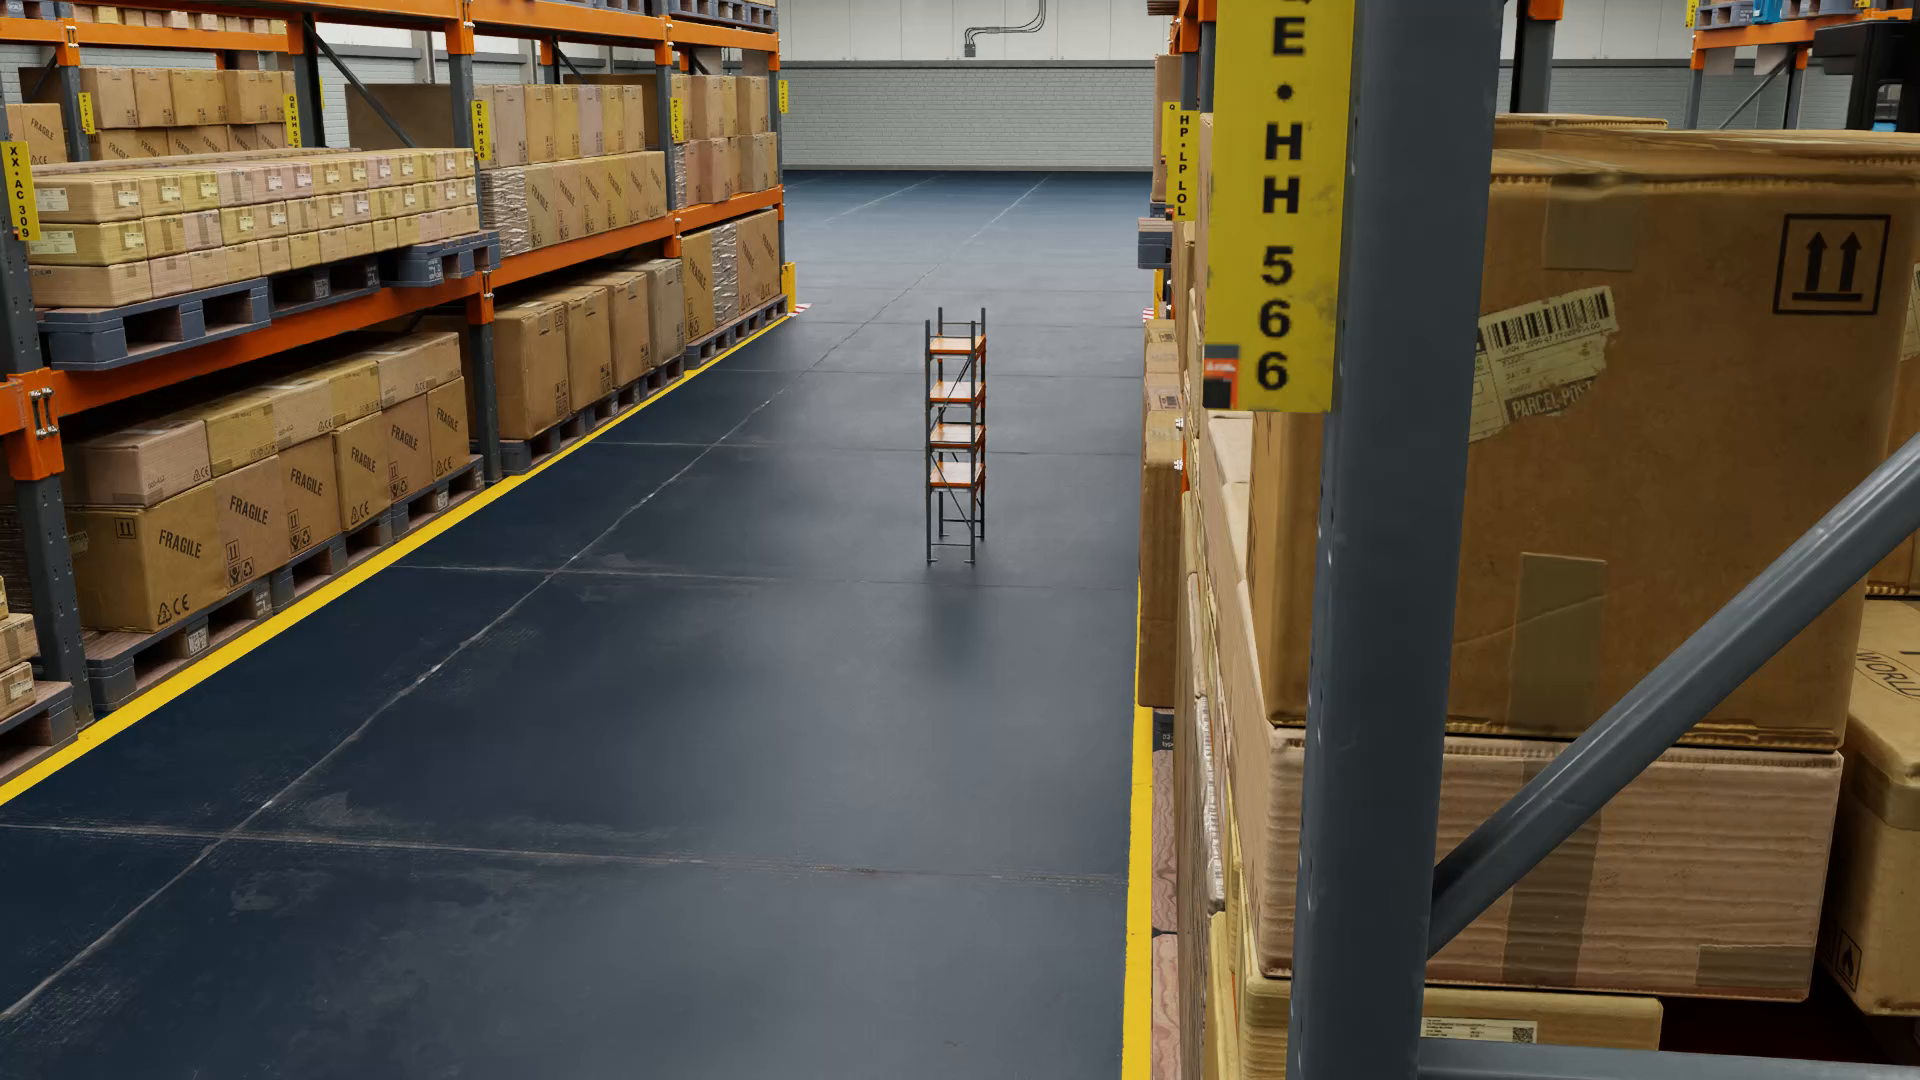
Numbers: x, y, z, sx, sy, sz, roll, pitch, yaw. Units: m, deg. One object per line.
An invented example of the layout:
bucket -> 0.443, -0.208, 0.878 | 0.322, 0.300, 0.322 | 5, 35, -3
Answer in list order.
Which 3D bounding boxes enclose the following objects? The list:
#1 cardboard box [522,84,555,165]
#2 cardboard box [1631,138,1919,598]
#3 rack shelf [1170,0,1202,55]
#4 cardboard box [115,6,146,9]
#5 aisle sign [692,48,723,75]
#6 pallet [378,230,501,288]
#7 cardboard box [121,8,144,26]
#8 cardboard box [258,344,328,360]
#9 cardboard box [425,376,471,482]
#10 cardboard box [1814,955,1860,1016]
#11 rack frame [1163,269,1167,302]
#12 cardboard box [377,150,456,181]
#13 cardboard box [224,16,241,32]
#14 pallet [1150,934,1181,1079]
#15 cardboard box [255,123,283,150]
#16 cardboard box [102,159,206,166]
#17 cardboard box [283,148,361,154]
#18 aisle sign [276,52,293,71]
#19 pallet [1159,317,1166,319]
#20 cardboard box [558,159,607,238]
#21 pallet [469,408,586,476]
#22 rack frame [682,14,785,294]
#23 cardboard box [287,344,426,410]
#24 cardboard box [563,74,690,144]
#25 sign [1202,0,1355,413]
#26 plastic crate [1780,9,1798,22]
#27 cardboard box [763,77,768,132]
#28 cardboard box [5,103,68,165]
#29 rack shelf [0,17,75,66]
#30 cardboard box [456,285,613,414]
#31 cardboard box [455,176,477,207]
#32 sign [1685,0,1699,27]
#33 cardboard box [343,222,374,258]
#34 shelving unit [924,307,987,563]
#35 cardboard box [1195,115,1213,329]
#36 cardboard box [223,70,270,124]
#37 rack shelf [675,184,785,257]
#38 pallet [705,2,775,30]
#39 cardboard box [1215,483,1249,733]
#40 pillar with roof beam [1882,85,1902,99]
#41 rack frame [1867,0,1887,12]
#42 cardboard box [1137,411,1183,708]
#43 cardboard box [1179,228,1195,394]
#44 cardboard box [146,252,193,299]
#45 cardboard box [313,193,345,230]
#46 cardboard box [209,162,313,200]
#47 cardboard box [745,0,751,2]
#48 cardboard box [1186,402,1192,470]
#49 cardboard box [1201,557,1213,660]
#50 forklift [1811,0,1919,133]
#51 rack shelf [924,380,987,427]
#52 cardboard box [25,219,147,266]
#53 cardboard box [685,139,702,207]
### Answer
cardboard box -> -3.077, -2.717, 10.856 | 0.700, 0.500, 0.500 | 1, 15, 5
cardboard box -> 1.144, -0.238, 2.076 | 0.500, 0.500, 0.500 | 1, 15, 5
rack shelf -> 1.893, -3.253, 10.576 | 1.077, 0.370, 4.000 | 2, 15, 6
cardboard box -> -7.357, -4.722, 14.349 | 0.500, 0.250, 0.500 | 2, 15, 6
aisle sign -> -2.637, -5.163, 17.027 | 0.394, 0.787, 0.004 | 2, 15, 6
pallet -> -3.224, -1.525, 8.923 | 1.213, 0.211, 1.003 | 2, 15, 6
cardboard box -> -7.378, -4.560, 14.516 | 0.380, 0.149, 0.250 | 2, 15, 8
cardboard box -> -3.625, -0.860, 8.645 | 0.500, 0.250, 0.500 | 2, 15, 6
cardboard box -> -3.064, -0.623, 9.204 | 0.500, 0.500, 0.500 | 2, 15, 6
cardboard box -> 1.160, 0.414, 1.866 | 0.380, 0.149, 0.250 | 1, 15, 5
rack frame -> 2.570, -3.708, 16.629 | 1.000, 3.000, 0.127 | 2, 15, 6
cardboard box -> -2.880, -1.968, 8.732 | 0.380, 0.149, 0.250 | 2, 15, 6
cardboard box -> -7.174, -4.963, 16.004 | 0.380, 0.149, 0.250 | 2, 15, 6
pallet -> 0.917, 1.263, 3.588 | 1.003, 0.211, 1.213 | 2, 15, 6
cardboard box -> -7.125, -3.913, 16.626 | 0.500, 0.500, 0.500 | 2, 15, 6
cardboard box -> -3.673, -1.654, 7.571 | 0.380, 0.149, 0.250 | 1, 15, 5
cardboard box -> -3.495, -2.059, 9.067 | 0.380, 0.149, 0.250 | 2, 15, 6
aisle sign -> -6.981, -5.262, 17.397 | 0.394, 0.787, 0.004 | 2, 15, 6
pallet -> 2.295, -1.817, 14.978 | 1.003, 0.211, 1.213 | 2, 15, 6
cardboard box -> -2.760, -2.354, 11.430 | 0.500, 0.500, 0.500 | 2, 15, 6
pallet -> -3.086, -0.662, 10.705 | 1.003, 0.211, 1.213 | 2, 15, 6
rack frame -> -2.347, -3.880, 17.266 | 1.000, 3.000, 0.127 | 2, 15, 6
cardboard box -> -3.112, -0.847, 8.596 | 0.500, 0.250, 0.500 | 2, 15, 7
cardboard box -> -2.722, -3.531, 13.619 | 0.875, 0.550, 0.550 | 2, 15, 6
sign -> 0.227, -0.251, 1.173 | 0.100, 0.325, 0.005 | 2, 15, 6
plastic crate -> 6.820, -4.274, 13.479 | 0.243, 0.136, 0.396 | 2, 15, 6
cardboard box -> -2.427, -4.379, 16.754 | 0.875, 0.550, 0.550 | 2, 15, 6
cardboard box -> -7.552, -3.231, 13.297 | 0.500, 0.500, 0.500 | 1, 15, 5
rack shelf -> -7.954, -3.545, 11.656 | 1.077, 0.370, 4.000 | 2, 15, 6
cardboard box -> -2.996, -1.304, 11.245 | 1.050, 0.750, 0.750 | 2, 15, 7
cardboard box -> -2.853, -1.889, 9.008 | 0.380, 0.149, 0.250 | 2, 15, 7
sign -> 6.945, -5.032, 15.761 | 0.100, 0.325, 0.005 | 2, 15, 6
cardboard box -> -2.998, -1.413, 7.818 | 0.380, 0.149, 0.250 | 2, 15, 8
shelving unit -> -0.019, -0.536, 8.347 | 0.258, 1.200, 0.503 | 2, 15, 6
cardboard box -> 0.845, -0.785, 4.099 | 0.500, 0.500, 0.500 | 2, 15, 6
cardboard box -> -7.137, -4.269, 16.027 | 0.700, 0.500, 0.500 | 2, 15, 6
rack shelf -> -2.572, -3.014, 15.442 | 1.077, 0.370, 4.000 | 2, 15, 6
pallet -> -2.420, -5.093, 16.173 | 1.003, 0.211, 1.213 | 2, 15, 6
cardboard box -> 0.614, 0.105, 2.243 | 0.500, 0.250, 0.500 | 1, 15, 5
pillar with roof beam -> 16.546, -12.311, 36.950 | 9.100, 9.000, 0.400 | 2, 15, 6
rack frame -> 7.040, -2.525, 12.253 | 1.000, 3.000, 0.127 | 2, 15, 6
cardboard box -> 1.268, 0.061, 5.957 | 1.225, 0.875, 0.875 | 2, 15, 6
cardboard box -> 0.998, -0.773, 5.584 | 0.500, 0.500, 0.500 | 2, 15, 6
cardboard box -> -3.174, -1.010, 6.328 | 0.380, 0.149, 0.250 | 2, 15, 7
cardboard box -> -3.025, -1.487, 7.523 | 0.380, 0.149, 0.250 | 1, 15, 5
cardboard box -> -3.054, -1.561, 7.224 | 0.380, 0.149, 0.250 | 2, 15, 8
cardboard box -> -2.162, -5.098, 15.507 | 0.380, 0.149, 0.250 | 1, 15, 5
cardboard box -> 0.794, -0.271, 4.399 | 0.380, 0.149, 0.250 | 2, 15, 8
cardboard box -> 0.620, 0.129, 2.921 | 0.380, 0.149, 0.250 | 2, 15, 6
forklift -> 3.748, -0.854, 6.205 | 1.130, 2.935, 3.031 | 4, 16, 13
rack shelf -> -0.019, -0.687, 8.306 | 0.258, 0.148, 0.480 | 2, 15, 6
cardboard box -> -3.199, -1.082, 6.023 | 0.380, 0.149, 0.250 | 2, 15, 7
cardboard box -> -2.729, -3.155, 14.295 | 0.875, 0.550, 0.550 | 2, 15, 6
